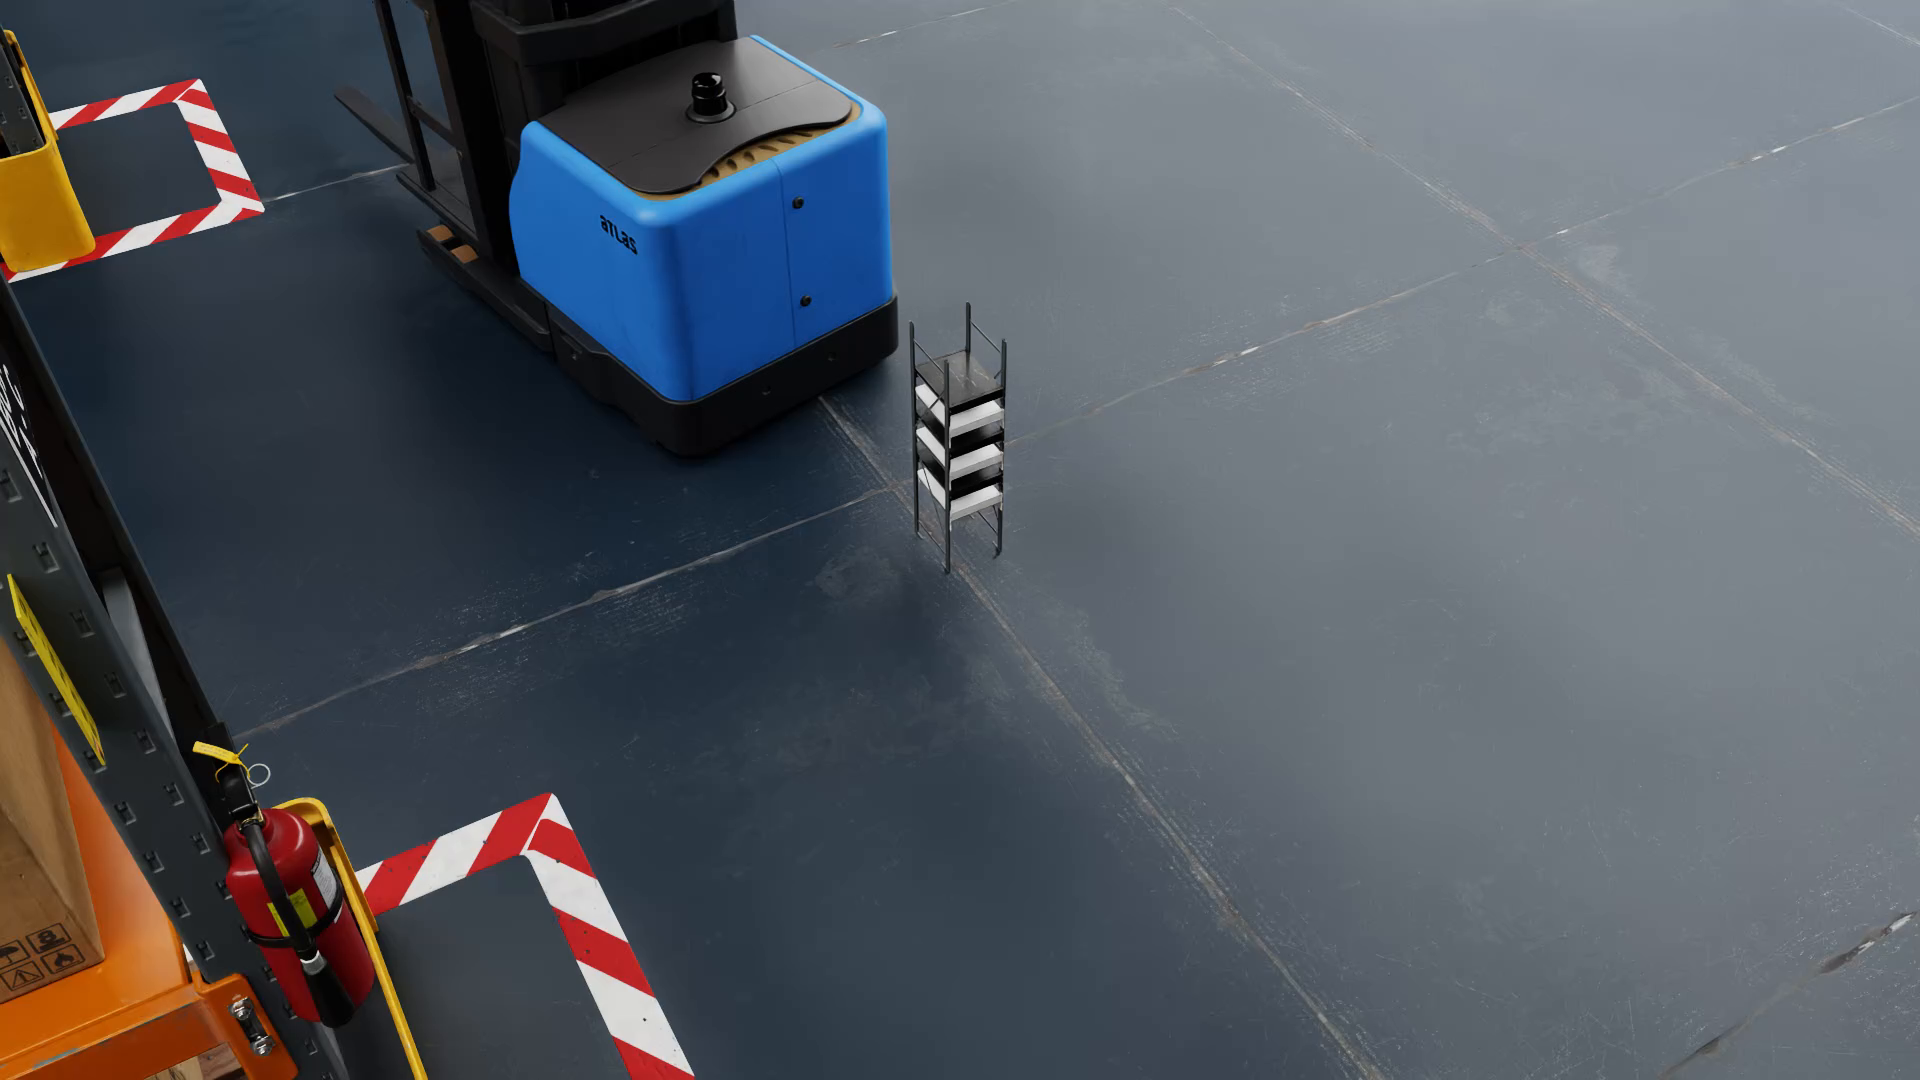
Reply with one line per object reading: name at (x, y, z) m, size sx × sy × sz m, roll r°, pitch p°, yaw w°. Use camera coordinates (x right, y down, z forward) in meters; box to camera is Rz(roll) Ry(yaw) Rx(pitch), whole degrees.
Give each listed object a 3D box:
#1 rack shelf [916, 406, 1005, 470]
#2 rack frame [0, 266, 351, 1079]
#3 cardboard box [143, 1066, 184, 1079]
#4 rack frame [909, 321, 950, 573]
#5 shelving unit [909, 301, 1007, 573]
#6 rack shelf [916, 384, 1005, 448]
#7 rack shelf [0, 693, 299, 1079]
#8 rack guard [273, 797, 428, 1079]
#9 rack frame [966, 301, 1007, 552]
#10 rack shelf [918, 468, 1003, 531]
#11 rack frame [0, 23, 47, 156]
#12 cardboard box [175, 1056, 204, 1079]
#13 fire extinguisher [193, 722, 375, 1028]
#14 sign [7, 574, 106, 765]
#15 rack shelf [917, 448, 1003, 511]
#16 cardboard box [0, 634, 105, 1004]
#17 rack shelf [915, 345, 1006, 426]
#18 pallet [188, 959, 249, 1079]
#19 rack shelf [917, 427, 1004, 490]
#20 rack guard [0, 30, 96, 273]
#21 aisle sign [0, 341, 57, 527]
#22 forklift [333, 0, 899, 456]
rack shelf at (-0.007, -0.361, 5.394) m, size 0.200 × 0.077 × 0.258 m, roll -22°, pitch 48°, yaw -21°
rack frame at (-1.559, 0.359, 3.227) m, size 0.127 × 3.000 × 1.000 m, roll -22°, pitch 48°, yaw -21°
cardboard box at (-1.876, 1.291, 3.400) m, size 0.500 × 0.500 × 0.500 m, roll -22°, pitch 48°, yaw -21°
rack frame at (-0.095, -0.285, 5.397) m, size 0.006 × 0.900 × 0.240 m, roll -22°, pitch 48°, yaw -21°
shelving unit at (-0.007, -0.320, 5.434) m, size 0.210 × 0.900 × 0.258 m, roll -22°, pitch 48°, yaw -21°
rack shelf at (-0.007, -0.425, 5.332) m, size 0.200 × 0.077 × 0.258 m, roll -22°, pitch 48°, yaw -21°
rack shelf at (-3.293, 1.311, 2.762) m, size 4.000 × 0.370 × 1.077 m, roll -22°, pitch 48°, yaw -21°
rack guard at (-1.538, 1.247, 4.106) m, size 0.348 × 0.500 × 1.175 m, roll -22°, pitch 48°, yaw -21°
rack frame at (0.081, -0.355, 5.470) m, size 0.006 × 0.900 × 0.240 m, roll -22°, pitch 48°, yaw -21°
rack shelf at (-0.007, -0.167, 5.582) m, size 0.200 × 0.077 × 0.258 m, roll -22°, pitch 48°, yaw -21°
rack frame at (-4.024, -2.634, 6.310) m, size 0.127 × 3.000 × 1.000 m, roll -22°, pitch 48°, yaw -21°
cardboard box at (-2.135, 1.246, 3.985) m, size 0.500 × 0.250 × 0.500 m, roll -22°, pitch 48°, yaw -21°
fire extinguisher at (-1.225, 0.626, 3.007) m, size 0.183 × 0.674 × 0.296 m, roll -22°, pitch 48°, yaw -21°
sign at (-1.301, 0.190, 2.398) m, size 0.005 × 0.325 × 0.100 m, roll -22°, pitch 48°, yaw -21°
rack shelf at (-0.007, -0.232, 5.520) m, size 0.200 × 0.077 × 0.258 m, roll -22°, pitch 48°, yaw -21°
cardboard box at (-1.970, 0.477, 3.033) m, size 0.500 × 0.500 × 0.700 m, roll -22°, pitch 48°, yaw -21°
rack shelf at (-0.007, -0.490, 5.269) m, size 0.200 × 0.077 × 0.258 m, roll -22°, pitch 48°, yaw -21°
pallet at (-2.201, 1.650, 3.898) m, size 1.213 × 0.211 × 1.003 m, roll -22°, pitch 48°, yaw -21°
rack shelf at (-0.007, -0.296, 5.457) m, size 0.200 × 0.077 × 0.258 m, roll -22°, pitch 48°, yaw -21°
rack guard at (-4.066, -1.682, 7.124) m, size 0.348 × 0.500 × 1.175 m, roll -22°, pitch 48°, yaw -21°
aisle sign at (-1.356, -0.420, 2.162) m, size 0.004 × 0.787 × 0.394 m, roll -22°, pitch 48°, yaw -21°
forklift at (-1.590, -2.301, 6.016) m, size 1.130 × 2.935 × 3.031 m, roll -32°, pitch 52°, yaw -28°
